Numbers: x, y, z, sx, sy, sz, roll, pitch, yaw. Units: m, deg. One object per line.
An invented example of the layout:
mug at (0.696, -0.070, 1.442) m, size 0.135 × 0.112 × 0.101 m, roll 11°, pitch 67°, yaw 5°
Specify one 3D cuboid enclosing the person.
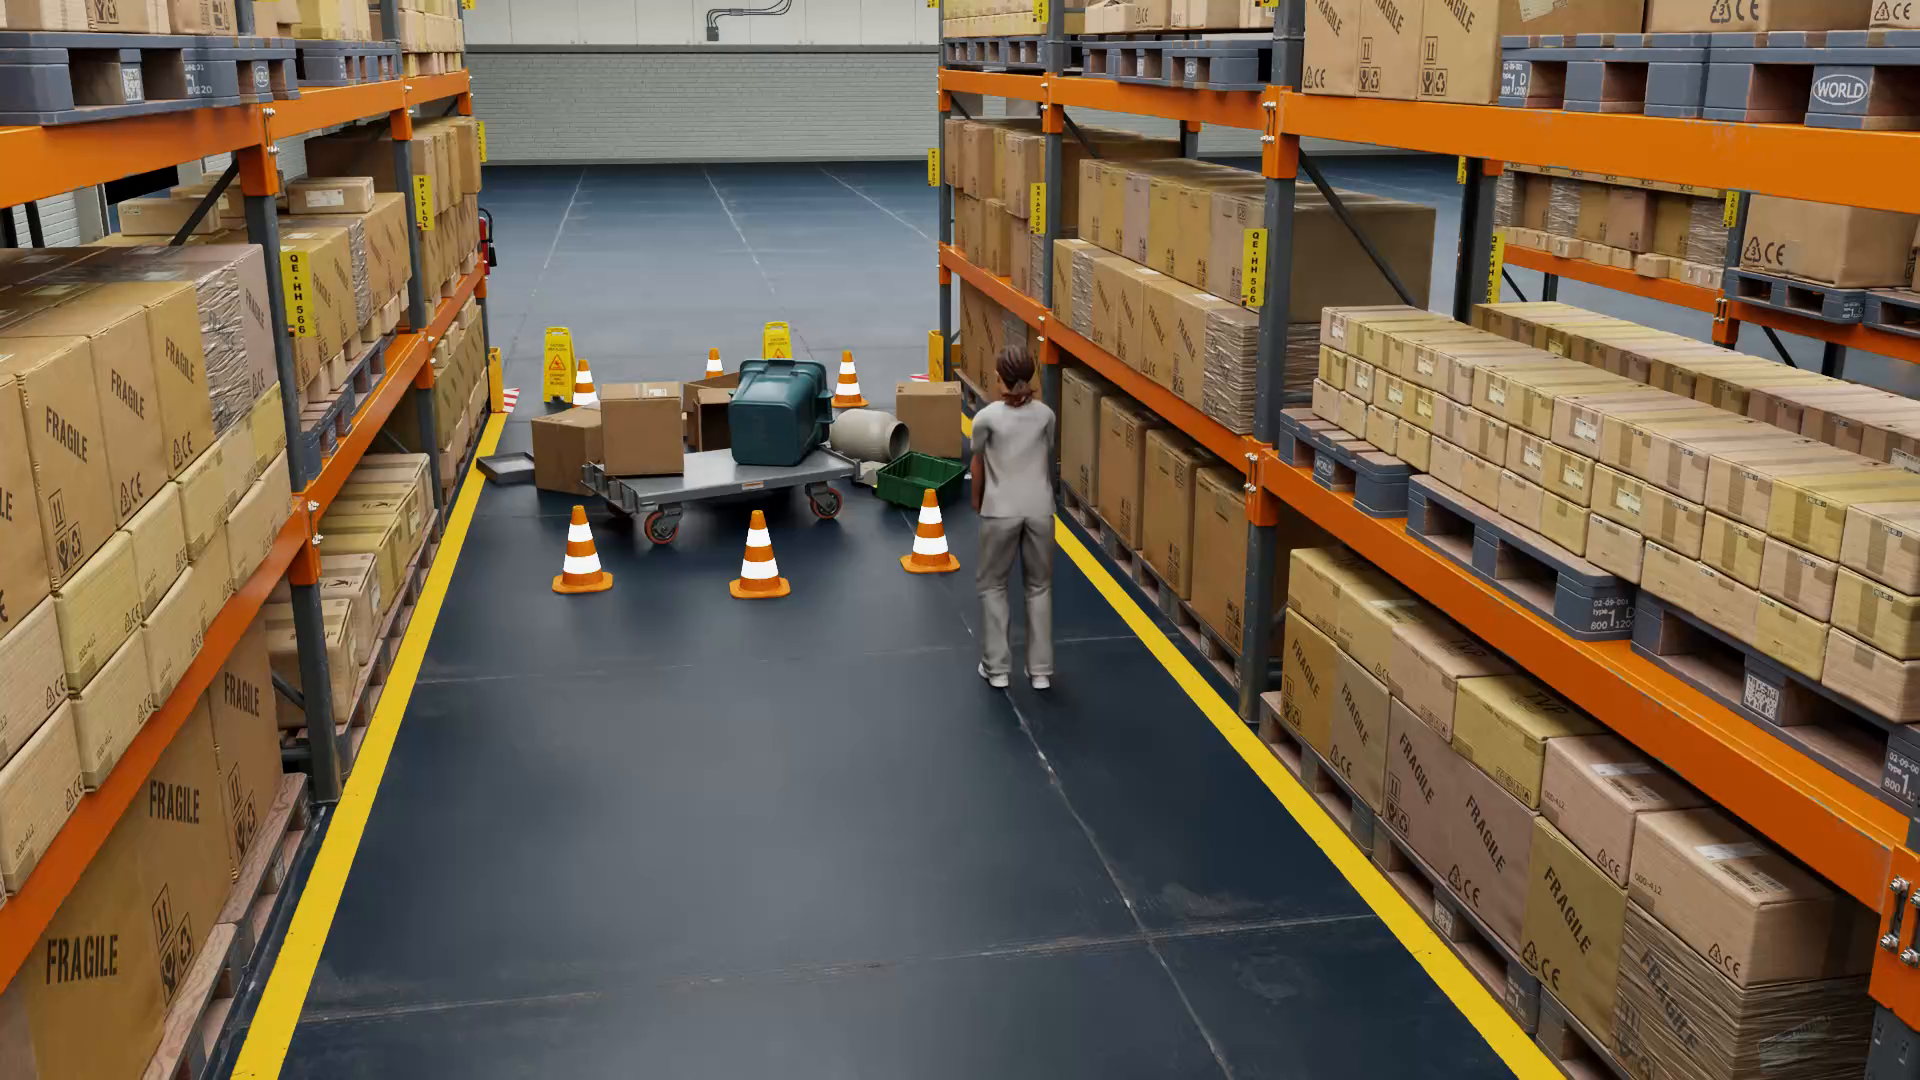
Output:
person at (0.242, -0.121, 7.976) m, size 0.411 × 1.666 × 0.506 m, roll -3°, pitch 17°, yaw -11°
